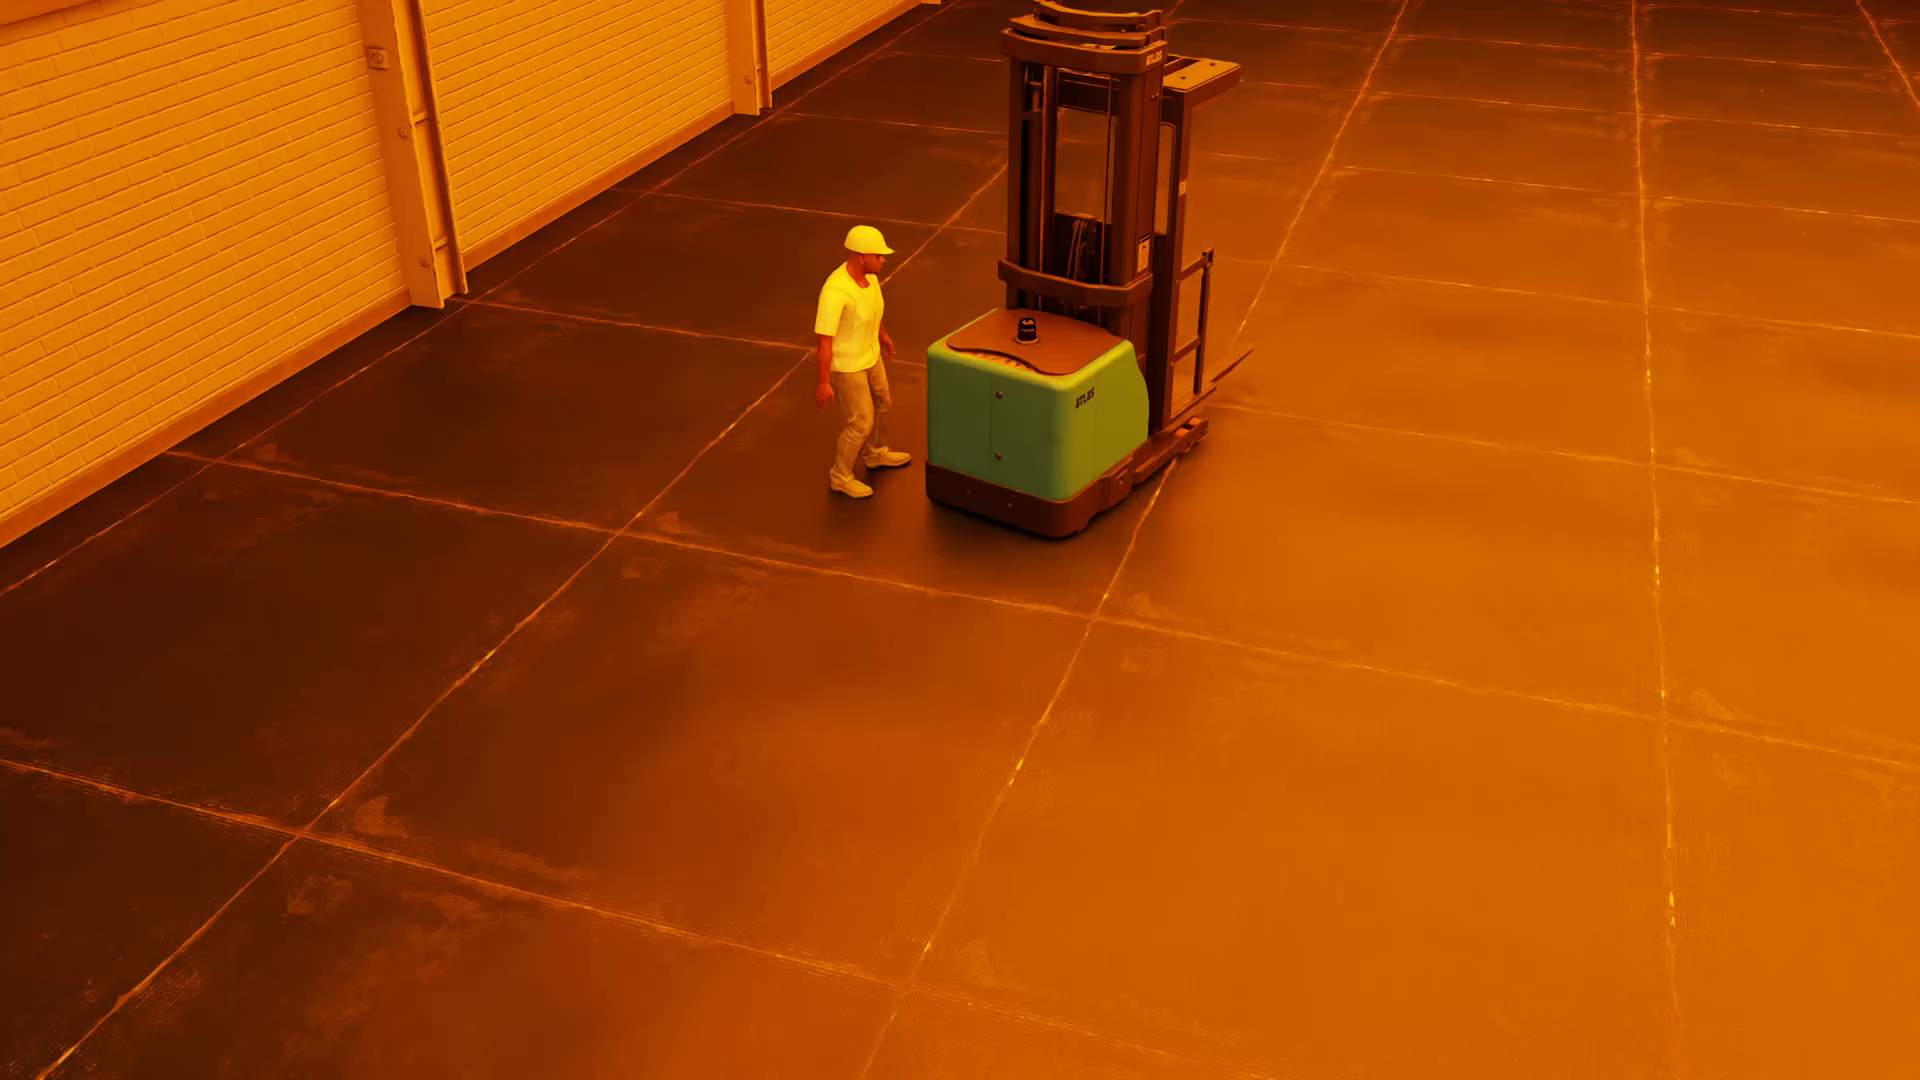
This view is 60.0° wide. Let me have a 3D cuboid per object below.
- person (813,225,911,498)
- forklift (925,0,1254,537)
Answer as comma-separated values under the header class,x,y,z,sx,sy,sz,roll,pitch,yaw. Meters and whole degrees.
class,x,y,z,sx,sy,sz,roll,pitch,yaw
person,-0.612,-1.114,10.297,0.427,1.737,0.839,10,31,17
forklift,1.025,-1.972,10.596,1.130,2.935,3.031,19,35,29
